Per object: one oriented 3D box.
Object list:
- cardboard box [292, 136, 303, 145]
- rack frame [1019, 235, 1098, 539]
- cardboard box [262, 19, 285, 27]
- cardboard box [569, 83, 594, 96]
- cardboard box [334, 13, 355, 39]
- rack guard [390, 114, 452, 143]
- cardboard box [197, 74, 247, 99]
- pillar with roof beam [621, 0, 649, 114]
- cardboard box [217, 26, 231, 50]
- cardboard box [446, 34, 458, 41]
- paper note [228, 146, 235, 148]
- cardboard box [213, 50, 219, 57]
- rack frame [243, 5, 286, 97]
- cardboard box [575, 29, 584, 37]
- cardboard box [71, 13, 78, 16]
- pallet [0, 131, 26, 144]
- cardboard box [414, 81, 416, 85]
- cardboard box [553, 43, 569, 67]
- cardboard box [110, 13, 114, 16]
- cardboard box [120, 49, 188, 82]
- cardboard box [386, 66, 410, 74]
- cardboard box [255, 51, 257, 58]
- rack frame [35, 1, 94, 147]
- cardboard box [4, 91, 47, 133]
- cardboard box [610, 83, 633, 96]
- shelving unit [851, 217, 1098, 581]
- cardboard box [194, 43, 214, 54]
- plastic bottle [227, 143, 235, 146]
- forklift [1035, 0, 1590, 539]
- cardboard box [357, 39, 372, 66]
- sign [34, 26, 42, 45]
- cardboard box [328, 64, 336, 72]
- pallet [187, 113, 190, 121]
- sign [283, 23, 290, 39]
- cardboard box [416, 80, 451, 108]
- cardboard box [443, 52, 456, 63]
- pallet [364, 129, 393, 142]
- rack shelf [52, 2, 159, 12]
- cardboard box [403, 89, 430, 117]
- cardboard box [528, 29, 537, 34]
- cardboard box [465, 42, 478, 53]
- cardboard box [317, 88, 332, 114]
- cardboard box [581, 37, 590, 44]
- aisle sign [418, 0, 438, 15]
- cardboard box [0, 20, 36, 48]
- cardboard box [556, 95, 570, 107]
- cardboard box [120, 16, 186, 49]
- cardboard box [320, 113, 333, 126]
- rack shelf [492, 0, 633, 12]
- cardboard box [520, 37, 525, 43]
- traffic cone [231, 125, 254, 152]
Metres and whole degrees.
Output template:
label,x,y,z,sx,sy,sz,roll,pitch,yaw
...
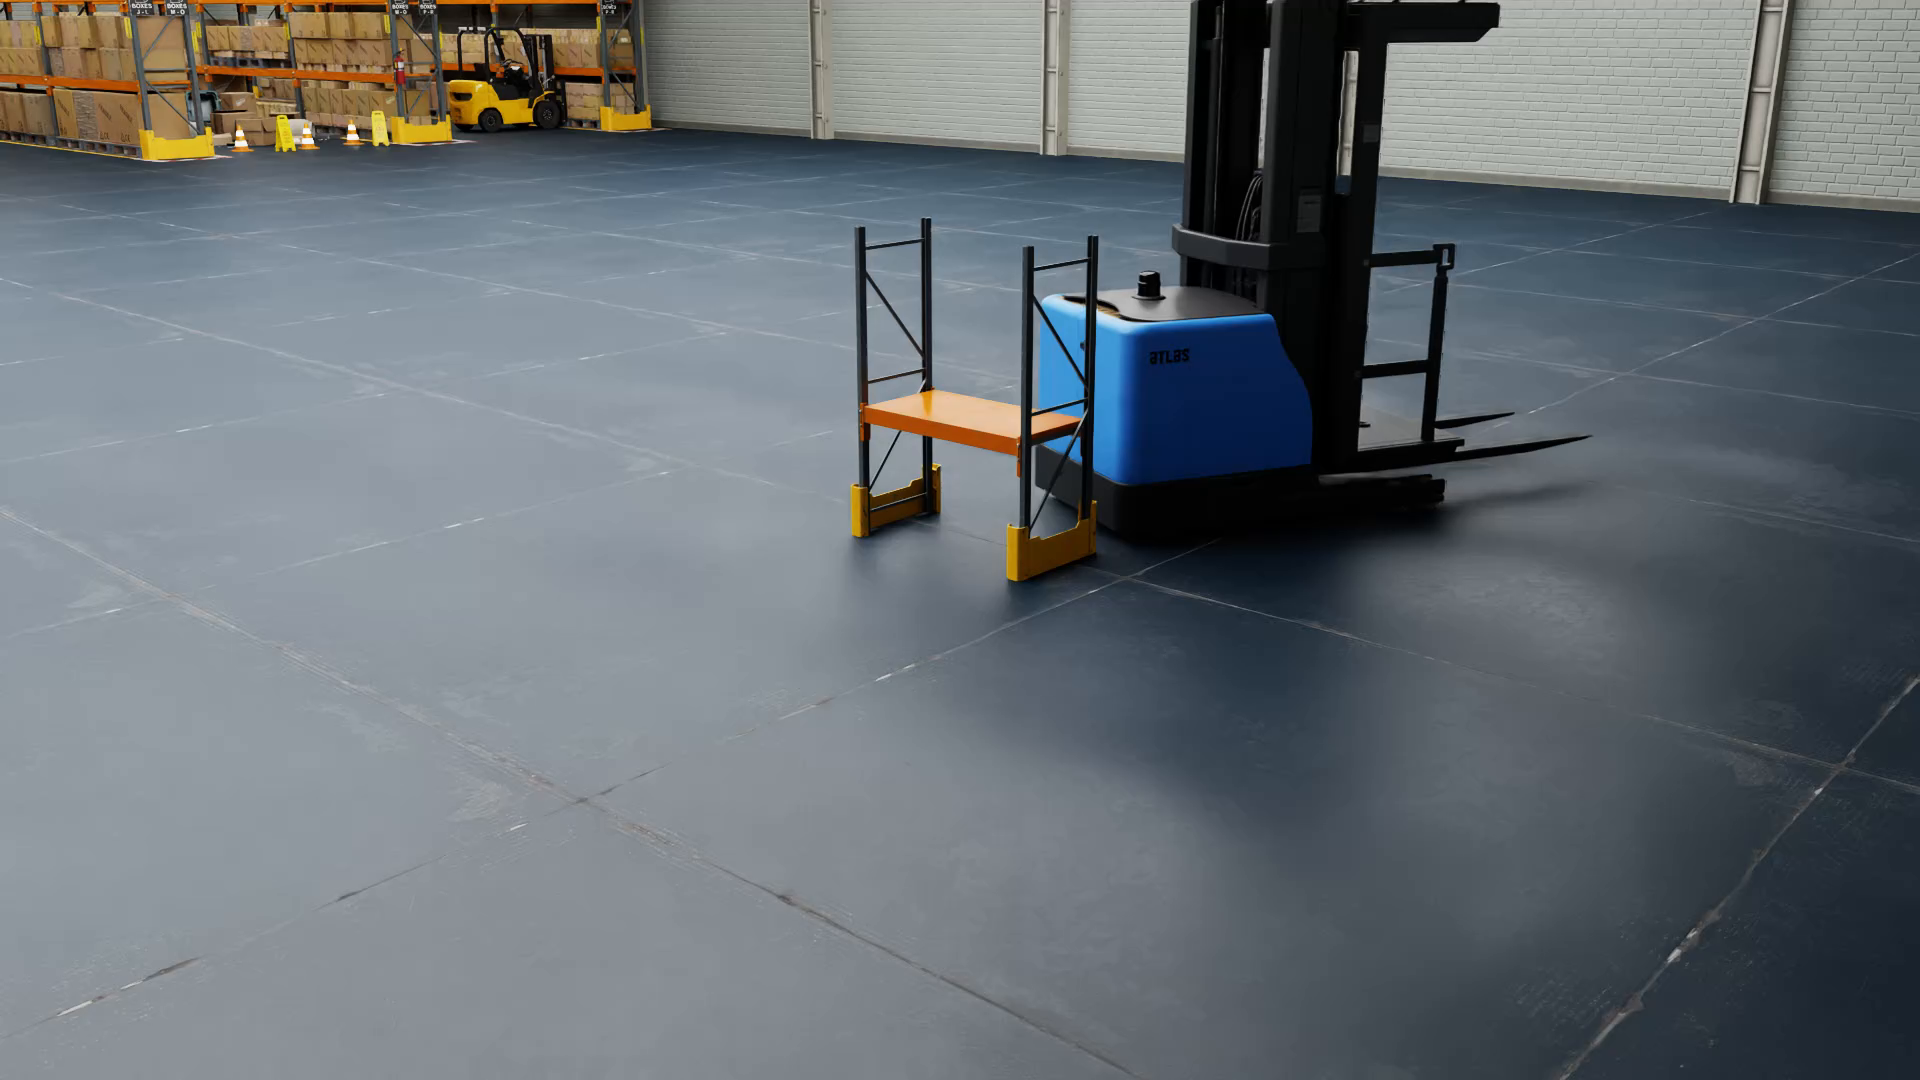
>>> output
label,x,y,z,sx,sy,sz,roll,pitch,yaw
cardboard box,-12.969,-7.803,32.453,0.380,0.149,0.250,-6,18,-18
rack frame,0.444,-0.596,7.509,0.032,1.500,0.500,15,23,39
cardboard box,-14.660,-11.035,35.500,0.250,0.149,0.380,14,22,38
cardboard box,-8.294,-9.969,36.763,0.500,0.250,0.500,16,23,40
cardboard box,-11.999,-10.258,33.165,0.500,0.500,0.700,15,23,39
rack guard,-10.705,-8.180,33.060,0.348,0.500,1.175,15,23,39
cardboard box,-17.094,-10.307,38.449,0.875,0.875,0.875,15,23,39
pillar with roof beam,-10.137,-12.709,33.281,0.400,9.000,9.100,15,23,39
cardboard box,-16.055,-11.106,36.797,0.500,0.500,0.500,17,24,42
cardboard box,-11.976,-11.944,39.550,0.250,0.149,0.380,14,23,38
paper note,-13.873,-7.490,31.666,0.144,0.017,0.142,-9,20,-27
cardboard box,-16.512,-10.935,37.331,0.250,0.149,0.380,13,22,36
rack frame,-19.324,-13.692,46.297,0.127,3.000,1.000,15,23,39
cardboard box,-8.183,-11.092,36.373,0.250,0.149,0.380,16,23,40
cardboard box,-21.964,-13.105,41.555,0.250,0.149,0.380,14,22,38
pallet,-18.394,-8.073,33.199,1.213,0.211,1.003,15,23,39
cardboard box,-13.704,-11.639,42.192,0.250,0.149,0.380,16,24,41
cardboard box,-8.664,-10.776,36.942,0.500,0.500,0.500,14,23,38
cardboard box,-20.371,-12.718,40.338,0.250,0.149,0.380,15,23,39
cardboard box,-14.166,-8.352,29.220,0.550,0.550,0.875,15,23,39
cardboard box,-11.070,-9.263,32.756,0.250,0.149,0.380,16,24,41
cardboard box,-15.091,-10.565,36.163,0.250,0.149,0.380,14,22,37
rack frame,-16.850,-9.019,31.571,0.127,3.000,1.000,15,23,39
cardboard box,-18.093,-8.446,32.790,0.750,0.750,1.050,15,23,39
cardboard box,-7.590,-9.985,36.815,0.500,0.250,0.500,15,23,38
shelving unit,0.057,-0.700,7.837,1.083,1.500,0.587,15,23,39
cardboard box,-17.163,-11.169,37.767,0.500,0.250,0.500,15,23,39
plastic bottle,-13.995,-7.605,31.973,0.283,0.061,0.133,7,19,21
forklift,1.962,-1.673,8.539,3.031,2.935,1.130,-7,19,-22
cardboard box,-11.609,-9.694,33.040,0.500,0.500,0.500,15,23,39
sign,-17.203,-9.408,31.015,0.005,0.325,0.100,15,23,39
cardboard box,-12.667,-9.645,33.958,0.250,0.149,0.380,15,23,40
pallet,-18.080,-10.054,39.441,1.213,0.211,1.003,15,23,39
sign,-14.006,-10.585,34.591,0.005,0.325,0.100,15,23,39
cardboard box,-12.883,-11.026,41.127,0.625,0.625,0.875,16,24,41
cardboard box,-12.021,-11.562,39.832,0.500,0.250,0.500,16,24,41
pallet,-11.290,-8.213,33.643,1.213,0.211,1.003,15,23,39
rack shelf,-21.120,-13.254,41.146,4.000,0.370,1.077,15,23,39
cardboard box,-11.087,-8.832,33.595,0.500,0.500,0.500,14,22,37
cardboard box,-9.518,-11.448,37.497,0.250,0.149,0.380,15,23,38
cardboard box,-11.275,-11.592,39.101,0.500,0.250,0.500,14,23,38
cardboard box,-12.970,-9.122,34.507,0.500,0.500,0.500,16,24,41
cardboard box,-8.013,-10.887,36.221,0.250,0.149,0.380,16,23,40
aisle sign,-10.396,-10.653,32.422,0.004,0.787,0.394,15,23,39
cardboard box,-18.366,-9.948,32.679,0.500,0.500,0.700,15,23,39
cardboard box,-8.696,-9.837,37.173,0.500,0.250,0.500,14,23,38
cardboard box,-14.110,-8.885,29.117,0.550,0.550,0.875,15,23,39
cardboard box,-12.972,-8.765,34.621,0.500,0.250,0.500,17,24,42
rack shelf,-8.853,-11.968,37.095,4.000,0.370,1.077,15,23,39
cardboard box,-9.741,-11.352,37.686,0.250,0.149,0.380,16,23,40
traffic cone,-13.313,-7.435,30.773,0.334,0.463,0.336,15,23,39
